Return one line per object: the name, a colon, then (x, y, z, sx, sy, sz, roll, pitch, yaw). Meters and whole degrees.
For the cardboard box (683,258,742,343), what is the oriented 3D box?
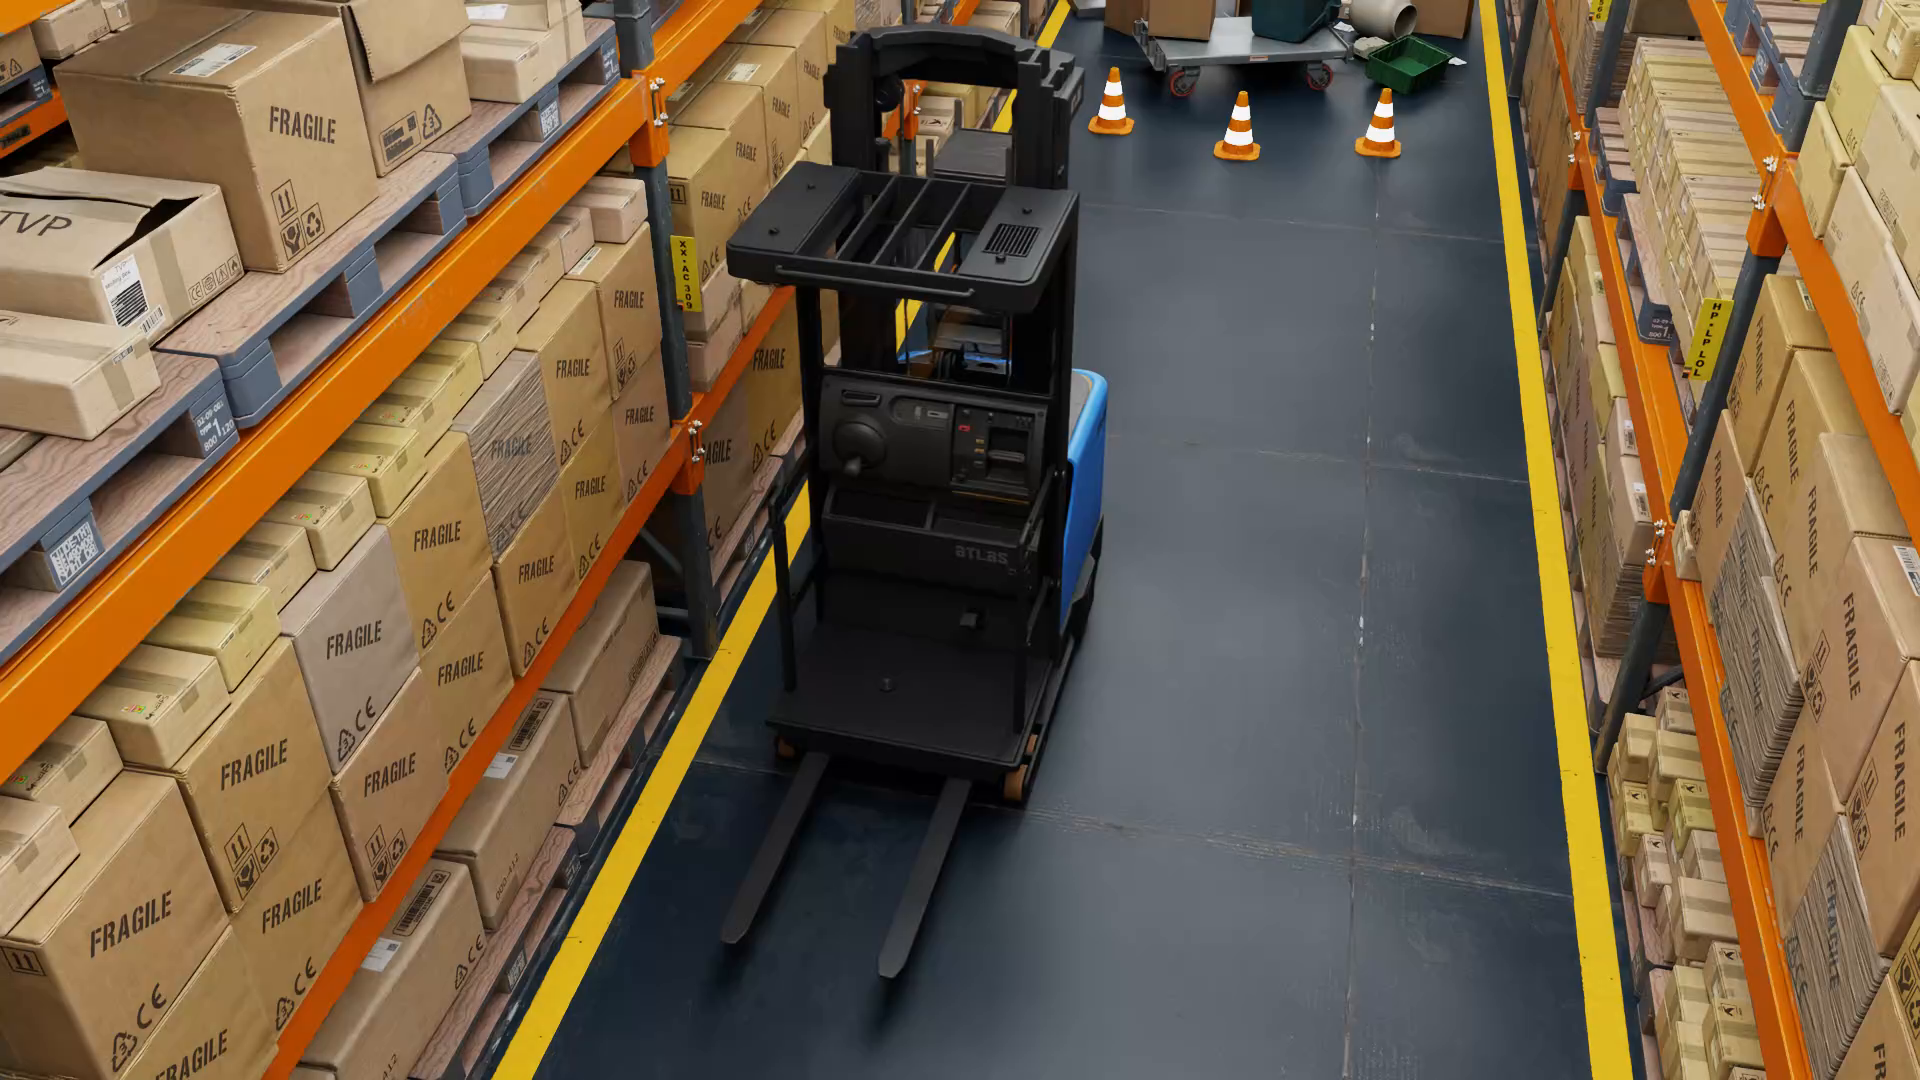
cardboard box: (-1.263, -1.102, 7.186, 0.500, 0.250, 0.500, 6, 36, 9)

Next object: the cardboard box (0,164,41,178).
cardboard box: (-5.767, -2.168, 10.175, 0.380, 0.149, 0.250, 7, 36, 9)

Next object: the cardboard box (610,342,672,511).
cardboard box: (-1.482, -0.486, 6.549, 0.500, 0.500, 0.500, 8, 37, 10)

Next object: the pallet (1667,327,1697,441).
pallet: (3.530, -0.523, 6.849, 1.003, 0.211, 1.213, 7, 37, 10)

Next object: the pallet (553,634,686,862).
pallet: (-1.871, 0.812, 7.220, 1.003, 0.211, 1.213, 7, 37, 10)

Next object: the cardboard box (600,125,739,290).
cardboard box: (-1.258, -1.405, 6.965, 0.500, 0.500, 0.500, 8, 37, 11)

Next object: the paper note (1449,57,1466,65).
paper note: (4.193, -4.064, 14.101, 0.147, 0.020, 0.142, -17, 39, -22)

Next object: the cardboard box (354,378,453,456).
cardboard box: (-1.760, -0.367, 4.981, 0.380, 0.149, 0.250, 7, 37, 10)

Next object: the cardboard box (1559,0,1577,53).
cardboard box: (4.128, -3.379, 10.541, 0.500, 0.500, 0.500, 7, 36, 9)

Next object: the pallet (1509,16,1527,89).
pallet: (5.173, -4.064, 13.948, 1.003, 0.211, 1.213, 7, 37, 10)

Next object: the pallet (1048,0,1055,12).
pallet: (0.444, -5.292, 15.642, 1.003, 0.211, 1.213, 7, 37, 10)

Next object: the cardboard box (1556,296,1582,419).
cardboard box: (3.575, -0.970, 9.074, 0.500, 0.500, 0.500, 8, 37, 11)

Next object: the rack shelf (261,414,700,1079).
rack shelf: (-2.060, 0.694, 5.619, 1.077, 0.370, 4.000, 7, 37, 10)

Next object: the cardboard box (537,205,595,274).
cardboard box: (-1.550, -1.097, 5.988, 0.380, 0.149, 0.250, 8, 37, 11)

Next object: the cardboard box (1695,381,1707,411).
cardboard box: (3.116, -0.502, 6.513, 0.380, 0.149, 0.250, 7, 36, 9)

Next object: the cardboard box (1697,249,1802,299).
cardboard box: (3.234, -1.047, 6.758, 0.380, 0.149, 0.250, 6, 36, 8)

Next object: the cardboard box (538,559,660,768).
cardboard box: (-1.871, 0.470, 7.140, 0.875, 0.438, 0.875, 7, 36, 9)

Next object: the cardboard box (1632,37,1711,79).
cardboard box: (3.791, -2.540, 8.818, 0.380, 0.149, 0.250, 7, 37, 10)

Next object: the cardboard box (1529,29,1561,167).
cardboard box: (4.679, -3.107, 11.810, 1.050, 0.750, 0.750, 7, 37, 10)

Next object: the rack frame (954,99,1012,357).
rack frame: (0.169, -1.181, 8.360, 0.400, 2.100, 0.015, 9, 37, 12)

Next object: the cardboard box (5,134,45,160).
cardboard box: (-6.102, -2.516, 10.655, 0.380, 0.149, 0.250, 8, 37, 11)

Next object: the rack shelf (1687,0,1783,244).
rack shelf: (3.652, -2.251, 7.127, 1.077, 0.370, 4.000, 7, 37, 10)

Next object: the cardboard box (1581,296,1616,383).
cardboard box: (3.469, -0.998, 8.474, 0.500, 0.250, 0.500, 8, 37, 10)

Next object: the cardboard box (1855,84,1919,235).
cardboard box: (2.777, -1.006, 4.498, 0.500, 0.250, 0.500, 7, 37, 10)

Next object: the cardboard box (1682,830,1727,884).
cardboard box: (2.793, 1.188, 5.889, 0.380, 0.149, 0.250, 6, 36, 9)

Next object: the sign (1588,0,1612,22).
sign: (3.536, -3.011, 9.131, 0.100, 0.325, 0.005, 7, 37, 10)

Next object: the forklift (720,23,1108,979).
forklift: (-0.169, -0.341, 6.493, 1.130, 2.935, 3.031, 9, 37, 12)

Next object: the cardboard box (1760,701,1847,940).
cardboard box: (2.546, 0.790, 4.535, 0.500, 0.500, 0.500, 9, 37, 12)

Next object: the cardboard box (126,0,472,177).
cardboard box: (-1.889, -1.433, 4.854, 0.797, 0.503, 0.637, 10, 37, 14)

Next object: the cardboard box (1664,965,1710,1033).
cardboard box: (2.594, 1.597, 5.579, 0.380, 0.149, 0.250, 7, 37, 10)

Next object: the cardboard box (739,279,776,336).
cardboard box: (-1.171, -1.199, 7.746, 0.500, 0.250, 0.500, 6, 36, 9)

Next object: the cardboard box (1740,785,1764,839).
cardboard box: (2.611, 0.803, 5.070, 0.380, 0.149, 0.250, 9, 37, 12)

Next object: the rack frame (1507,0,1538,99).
rack frame: (4.934, -4.767, 12.542, 1.000, 3.000, 0.127, 7, 37, 10)

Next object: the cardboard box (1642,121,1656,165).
cardboard box: (3.617, -1.957, 8.267, 0.380, 0.149, 0.250, 7, 37, 10)

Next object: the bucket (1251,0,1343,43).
bucket: (2.711, -4.424, 13.563, 0.726, 0.611, 0.620, 20, 51, 26)

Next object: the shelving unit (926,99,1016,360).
shelving unit: (0.106, -1.042, 8.169, 0.431, 2.100, 0.503, 9, 37, 12)

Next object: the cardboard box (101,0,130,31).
cardboard box: (-5.393, -3.300, 10.374, 0.380, 0.149, 0.250, 8, 37, 11)

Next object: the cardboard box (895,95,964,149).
cardboard box: (-0.498, -2.889, 11.832, 0.950, 0.372, 0.625, 7, 36, 9)

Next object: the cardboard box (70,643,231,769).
cardboard box: (-1.986, 0.379, 3.951, 0.380, 0.149, 0.250, 8, 37, 11)

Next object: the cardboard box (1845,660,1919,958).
cardboard box: (2.436, 0.663, 3.858, 0.500, 0.500, 0.500, 9, 37, 12)

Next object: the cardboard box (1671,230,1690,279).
cardboard box: (3.339, -1.222, 7.253, 0.380, 0.149, 0.250, 6, 36, 8)

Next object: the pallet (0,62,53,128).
pallet: (-6.039, -2.463, 9.527, 1.003, 0.211, 1.213, 7, 37, 10)

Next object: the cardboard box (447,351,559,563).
cardboard box: (-1.679, -0.301, 5.442, 0.500, 0.500, 0.500, 8, 37, 11)

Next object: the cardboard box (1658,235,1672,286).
cardboard box: (3.392, -1.249, 7.544, 0.380, 0.149, 0.250, 9, 37, 12)

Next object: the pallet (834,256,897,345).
pallet: (-1.020, -1.465, 10.362, 1.003, 0.211, 1.213, 7, 37, 10)

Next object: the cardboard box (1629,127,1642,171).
cardboard box: (3.672, -2.003, 8.584, 0.380, 0.149, 0.250, 9, 37, 12)

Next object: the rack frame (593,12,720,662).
rack frame: (-1.632, -0.743, 6.990, 1.000, 3.000, 0.127, 7, 37, 10)

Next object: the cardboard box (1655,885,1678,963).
cardboard box: (2.769, 1.425, 6.069, 0.380, 0.149, 0.250, 7, 36, 9)

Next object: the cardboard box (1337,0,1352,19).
cardboard box: (3.502, -4.877, 15.022, 0.396, 0.266, 0.258, 14, 38, 18)

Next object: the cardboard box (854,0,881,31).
cardboard box: (-0.734, -2.858, 8.970, 0.500, 0.500, 0.500, 8, 37, 11)

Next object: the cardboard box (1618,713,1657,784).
cardboard box: (2.835, 0.851, 6.608, 0.380, 0.149, 0.250, 9, 37, 12)

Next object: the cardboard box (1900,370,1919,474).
cardboard box: (2.525, -0.219, 3.838, 0.500, 0.250, 0.500, 9, 37, 12)

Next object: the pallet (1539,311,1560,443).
pallet: (3.911, -0.897, 9.578, 1.003, 0.211, 1.213, 7, 37, 10)

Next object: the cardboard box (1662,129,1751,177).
cardboard box: (3.512, -1.789, 7.782, 0.380, 0.149, 0.250, 8, 37, 11)

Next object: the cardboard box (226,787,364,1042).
cardboard box: (-2.023, 0.977, 4.531, 0.500, 0.500, 0.500, 7, 36, 9)
